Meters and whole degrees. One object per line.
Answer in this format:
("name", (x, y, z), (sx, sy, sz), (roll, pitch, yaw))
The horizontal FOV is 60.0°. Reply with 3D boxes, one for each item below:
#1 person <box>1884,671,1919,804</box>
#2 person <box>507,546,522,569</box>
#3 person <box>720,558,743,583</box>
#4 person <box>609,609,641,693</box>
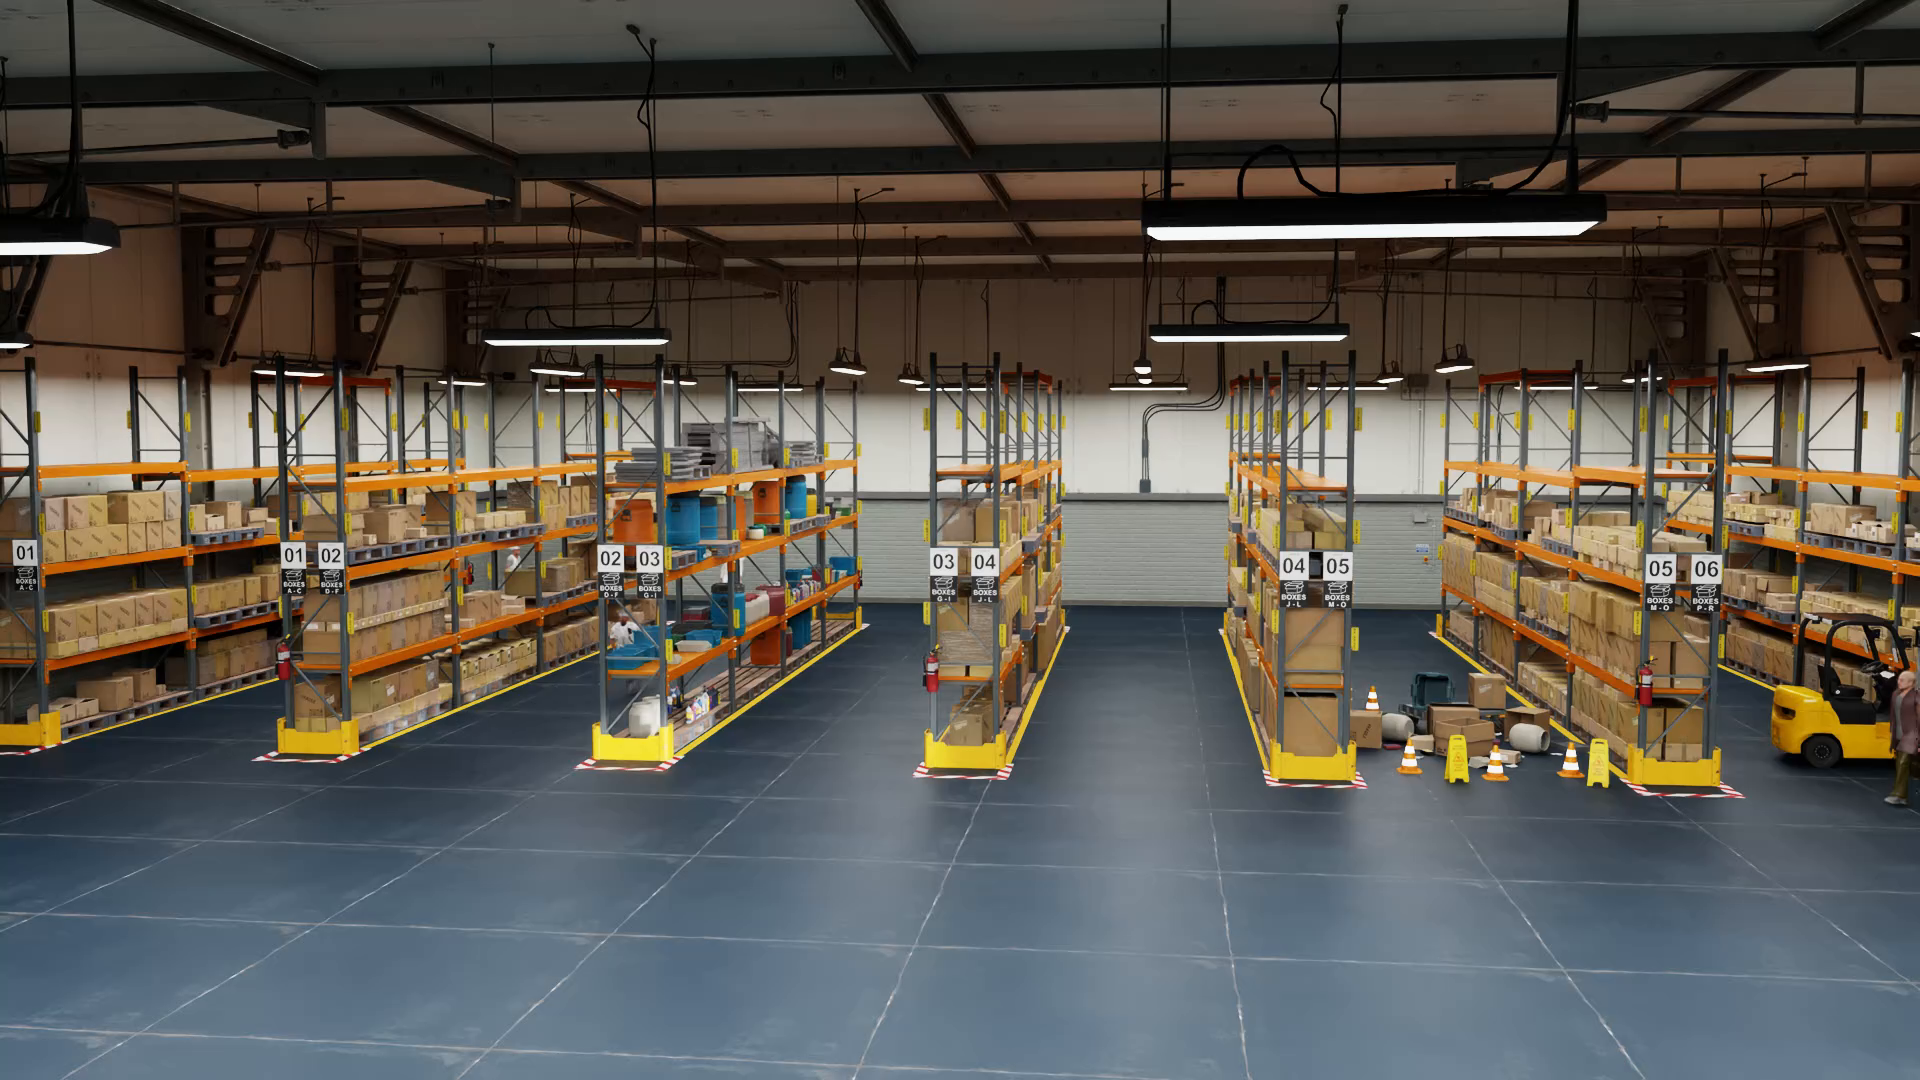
("person", (12.520, 2.576, 21.875), (0.984, 1.742, 0.595), (-1, 4, -14))
("person", (-11.717, 1.010, 43.575), (0.501, 1.789, 0.579), (1, 4, 8))
("person", (-6.051, 1.010, 43.868), (0.643, 1.717, 1.114), (0, 4, 2))
("person", (-6.111, 2.043, 30.534), (0.533, 1.608, 0.738), (1, 4, 17))
